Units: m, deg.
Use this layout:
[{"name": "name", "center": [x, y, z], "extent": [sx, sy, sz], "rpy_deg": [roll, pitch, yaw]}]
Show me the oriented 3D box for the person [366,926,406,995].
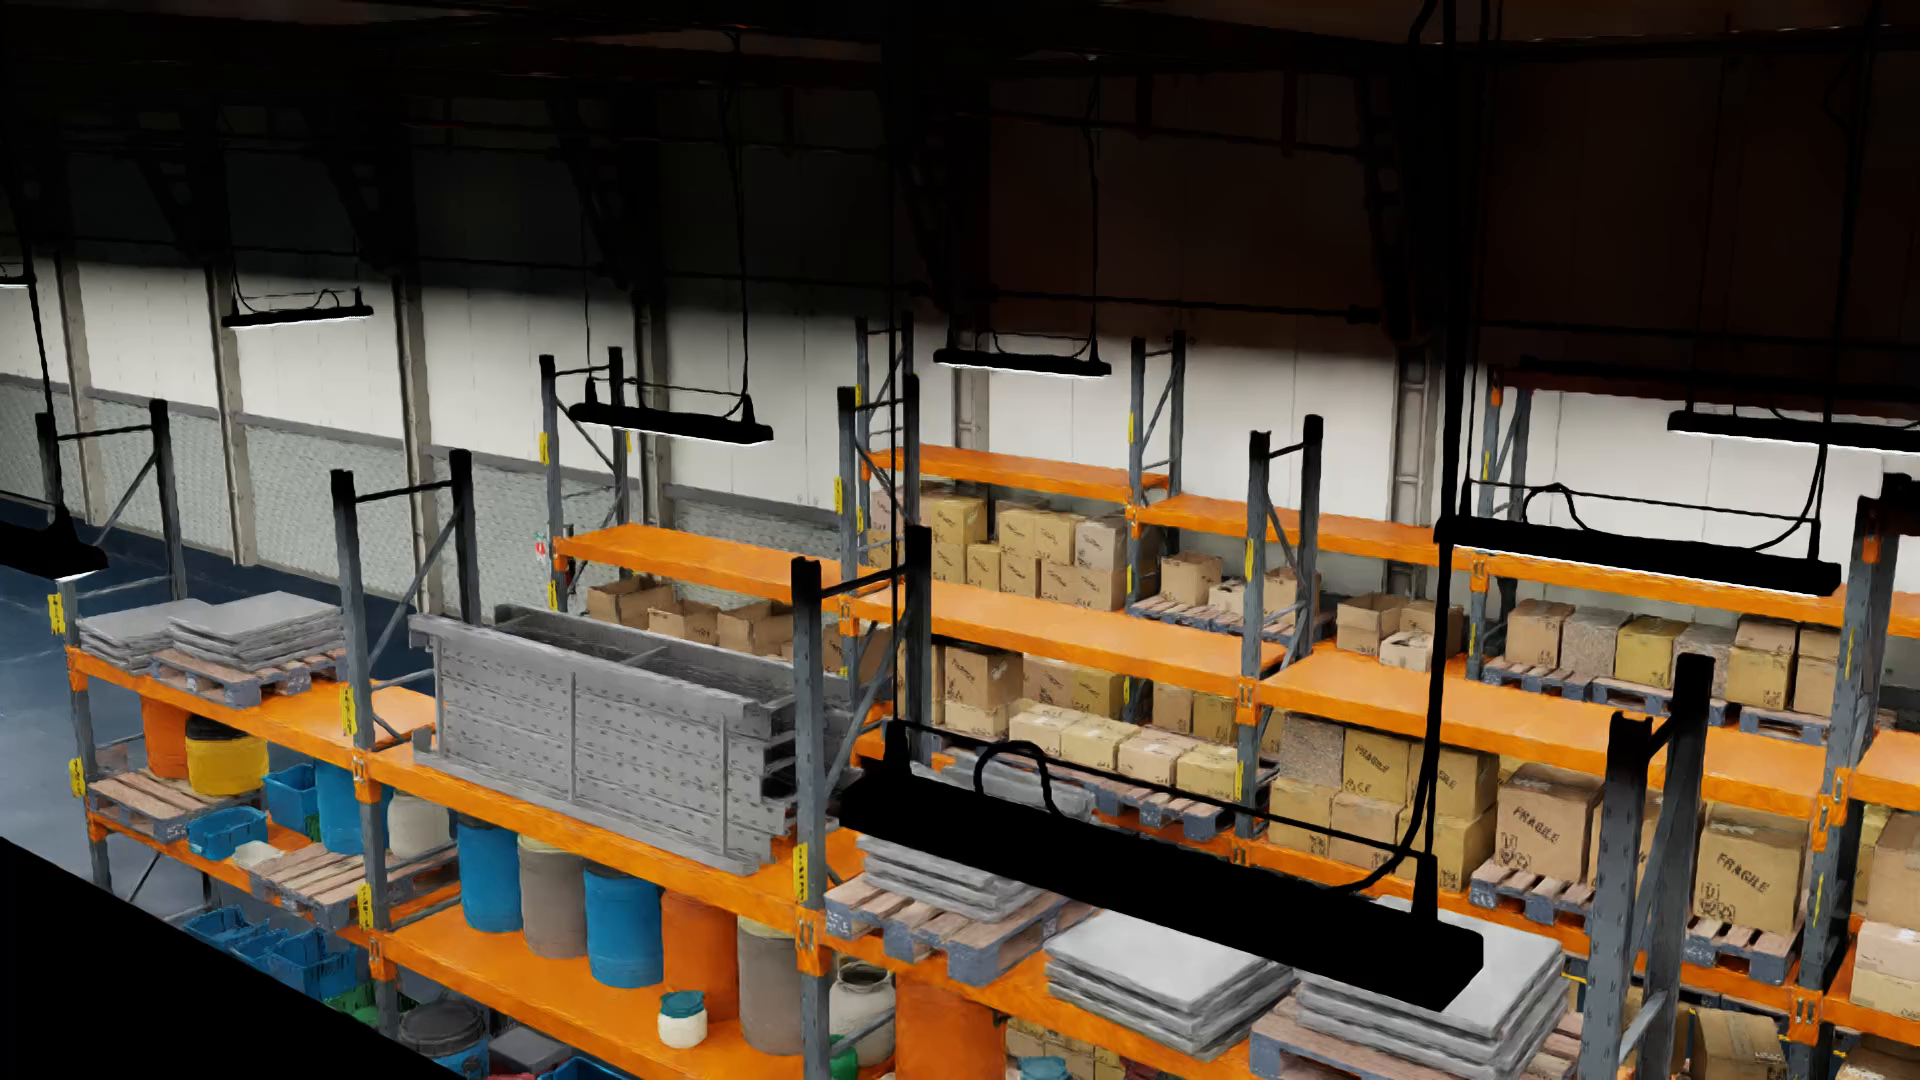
[{"name": "person", "center": [-5.102, 3.857, 14.921], "extent": [0.570, 1.648, 0.568], "rpy_deg": [-7, 15, -27]}]
